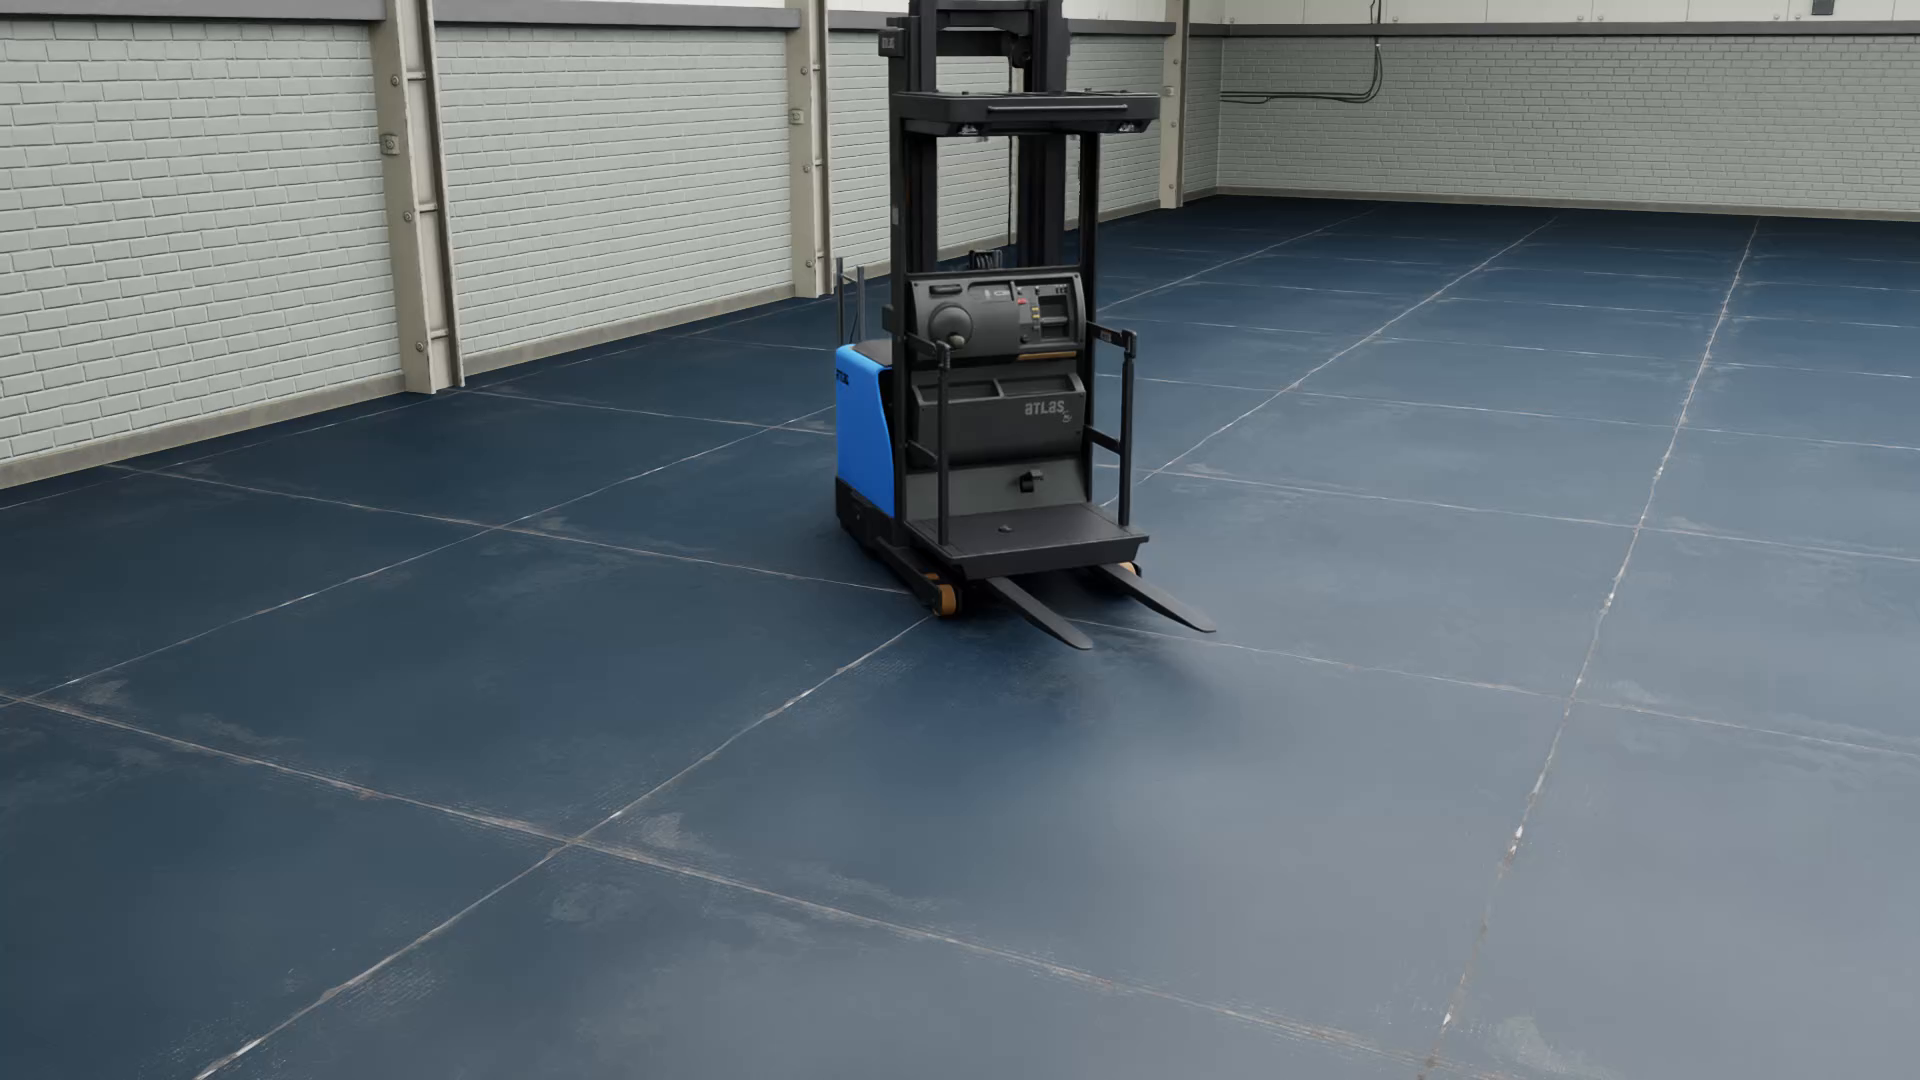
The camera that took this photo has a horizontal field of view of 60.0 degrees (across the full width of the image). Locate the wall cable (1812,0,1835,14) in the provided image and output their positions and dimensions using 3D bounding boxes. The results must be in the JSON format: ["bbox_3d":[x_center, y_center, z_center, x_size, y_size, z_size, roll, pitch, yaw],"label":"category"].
[{"bbox_3d":[14.682,-11.156,25.308,2.305,6.003,0.169,8,18,25],"label":"wall cable"}]

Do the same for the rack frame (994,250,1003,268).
[{"bbox_3d":[0.311,-1.011,10.294,0.032,1.500,0.500,-6,18,-19],"label":"rack frame"}]

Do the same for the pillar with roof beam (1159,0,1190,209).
[{"bbox_3d":[7.548,-9.608,26.068,9.100,9.000,0.400,8,18,25],"label":"pillar with roof beam"}]

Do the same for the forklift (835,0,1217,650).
[{"bbox_3d":[0.281,-1.157,8.272,1.130,2.935,3.031,-6,18,-21],"label":"forklift"}]

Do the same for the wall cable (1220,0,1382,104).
[{"bbox_3d":[6.196,-9.249,30.314,3.097,2.526,0.112,8,18,25],"label":"wall cable"}]

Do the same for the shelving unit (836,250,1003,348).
[{"bbox_3d":[-0.168,-0.962,10.130,1.048,1.500,0.538,-6,18,-19],"label":"shelving unit"}]

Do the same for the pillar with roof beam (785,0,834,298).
[{"bbox_3d":[2.186,-6.551,15.777,9.100,9.000,0.400,8,18,25],"label":"pillar with roof beam"}]

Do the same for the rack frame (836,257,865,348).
[{"bbox_3d":[-0.646,-0.914,9.966,0.032,1.500,0.500,-6,18,-19],"label":"rack frame"}]

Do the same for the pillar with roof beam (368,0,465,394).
[{"bbox_3d":[-0.495,-5.023,10.631,9.100,9.000,0.400,8,18,25],"label":"pillar with roof beam"}]

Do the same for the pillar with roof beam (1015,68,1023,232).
[{"bbox_3d":[4.867,-8.080,20.922,9.100,9.000,0.400,8,18,25],"label":"pillar with roof beam"}]
